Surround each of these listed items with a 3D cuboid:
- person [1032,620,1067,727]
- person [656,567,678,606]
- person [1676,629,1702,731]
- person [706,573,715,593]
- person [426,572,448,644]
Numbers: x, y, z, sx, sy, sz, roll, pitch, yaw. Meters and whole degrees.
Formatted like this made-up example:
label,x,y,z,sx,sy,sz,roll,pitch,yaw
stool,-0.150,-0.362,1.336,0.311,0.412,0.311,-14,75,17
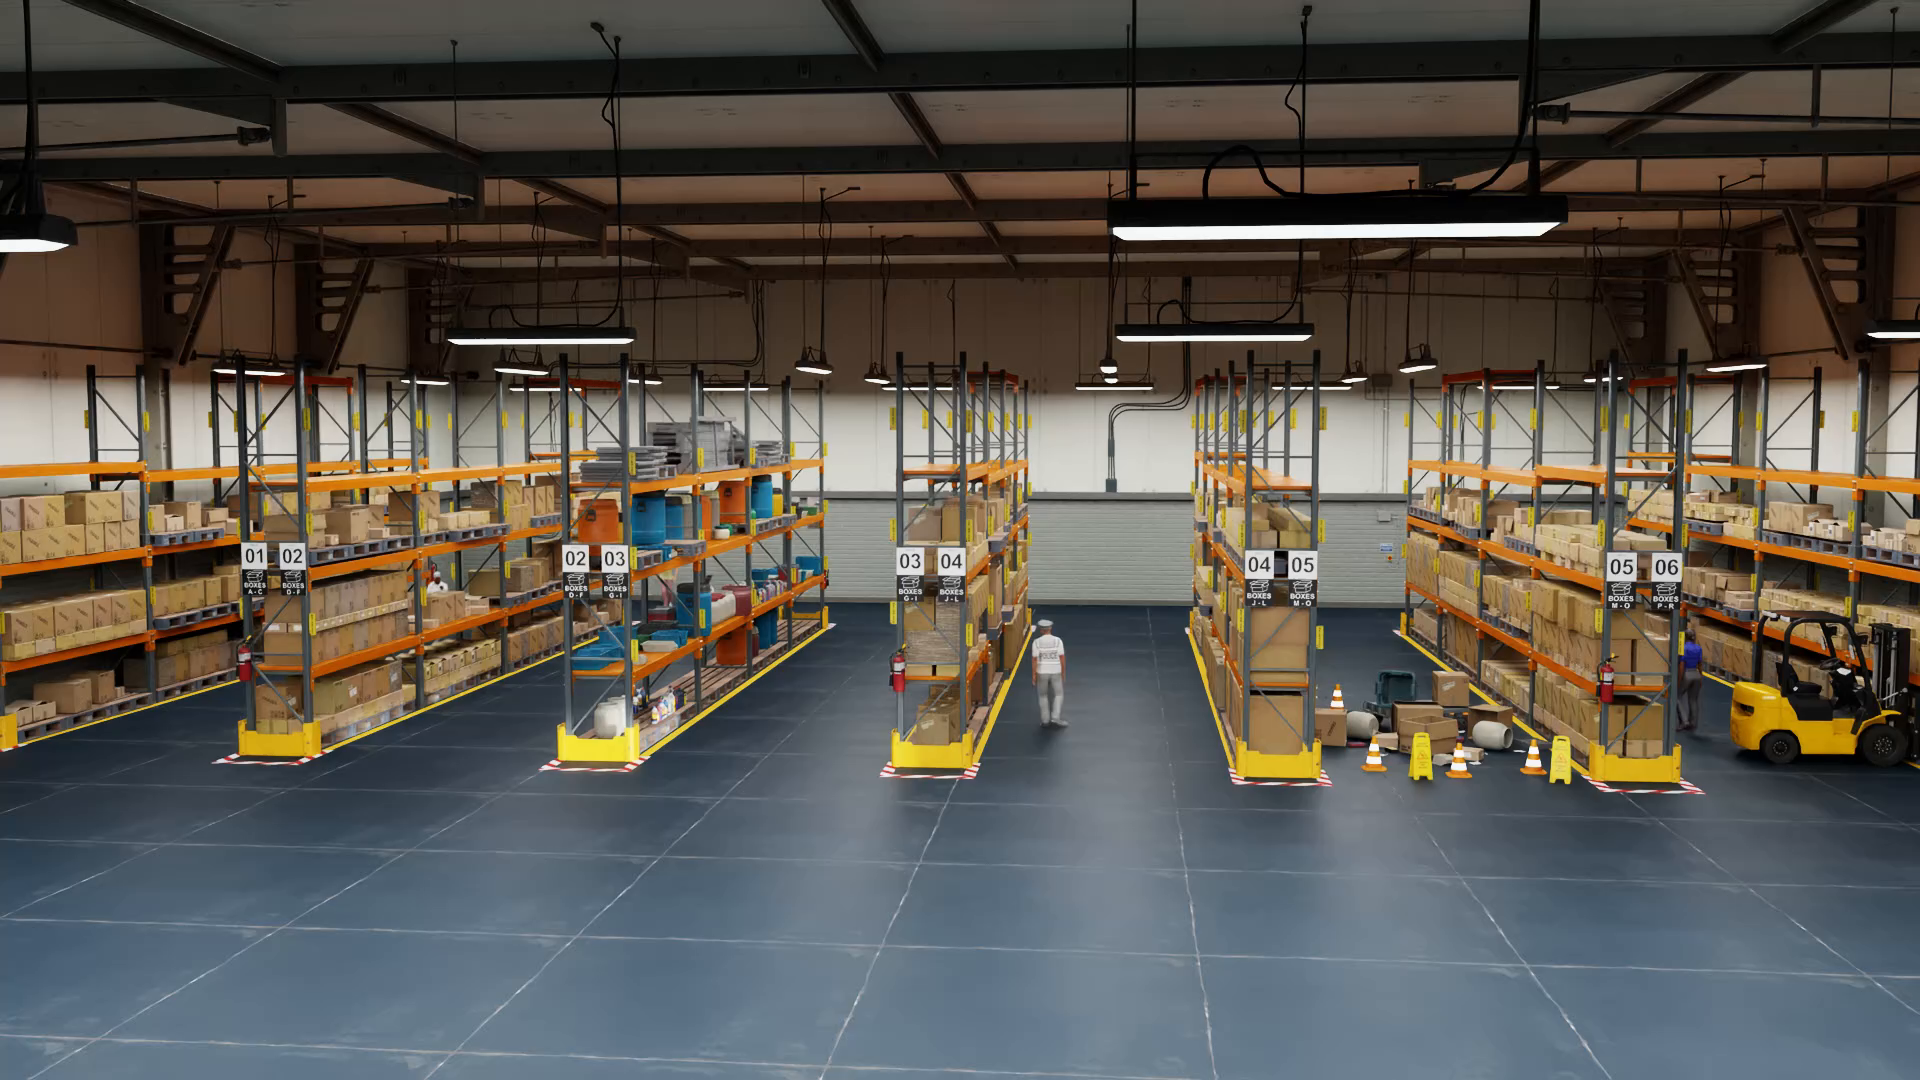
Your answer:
label,x,y,z,sx,sy,sz,roll,pitch,yaw
person,1.463,2.197,27.198,0.584,1.757,0.544,0,4,0
person,-7.838,1.041,44.430,0.602,1.619,0.588,0,4,-2
person,11.801,2.277,26.938,0.493,1.689,0.381,-1,4,-19
person,-5.695,1.554,36.764,0.603,1.653,0.410,0,4,6
person,-11.808,1.509,37.606,0.480,1.602,1.043,0,4,5
